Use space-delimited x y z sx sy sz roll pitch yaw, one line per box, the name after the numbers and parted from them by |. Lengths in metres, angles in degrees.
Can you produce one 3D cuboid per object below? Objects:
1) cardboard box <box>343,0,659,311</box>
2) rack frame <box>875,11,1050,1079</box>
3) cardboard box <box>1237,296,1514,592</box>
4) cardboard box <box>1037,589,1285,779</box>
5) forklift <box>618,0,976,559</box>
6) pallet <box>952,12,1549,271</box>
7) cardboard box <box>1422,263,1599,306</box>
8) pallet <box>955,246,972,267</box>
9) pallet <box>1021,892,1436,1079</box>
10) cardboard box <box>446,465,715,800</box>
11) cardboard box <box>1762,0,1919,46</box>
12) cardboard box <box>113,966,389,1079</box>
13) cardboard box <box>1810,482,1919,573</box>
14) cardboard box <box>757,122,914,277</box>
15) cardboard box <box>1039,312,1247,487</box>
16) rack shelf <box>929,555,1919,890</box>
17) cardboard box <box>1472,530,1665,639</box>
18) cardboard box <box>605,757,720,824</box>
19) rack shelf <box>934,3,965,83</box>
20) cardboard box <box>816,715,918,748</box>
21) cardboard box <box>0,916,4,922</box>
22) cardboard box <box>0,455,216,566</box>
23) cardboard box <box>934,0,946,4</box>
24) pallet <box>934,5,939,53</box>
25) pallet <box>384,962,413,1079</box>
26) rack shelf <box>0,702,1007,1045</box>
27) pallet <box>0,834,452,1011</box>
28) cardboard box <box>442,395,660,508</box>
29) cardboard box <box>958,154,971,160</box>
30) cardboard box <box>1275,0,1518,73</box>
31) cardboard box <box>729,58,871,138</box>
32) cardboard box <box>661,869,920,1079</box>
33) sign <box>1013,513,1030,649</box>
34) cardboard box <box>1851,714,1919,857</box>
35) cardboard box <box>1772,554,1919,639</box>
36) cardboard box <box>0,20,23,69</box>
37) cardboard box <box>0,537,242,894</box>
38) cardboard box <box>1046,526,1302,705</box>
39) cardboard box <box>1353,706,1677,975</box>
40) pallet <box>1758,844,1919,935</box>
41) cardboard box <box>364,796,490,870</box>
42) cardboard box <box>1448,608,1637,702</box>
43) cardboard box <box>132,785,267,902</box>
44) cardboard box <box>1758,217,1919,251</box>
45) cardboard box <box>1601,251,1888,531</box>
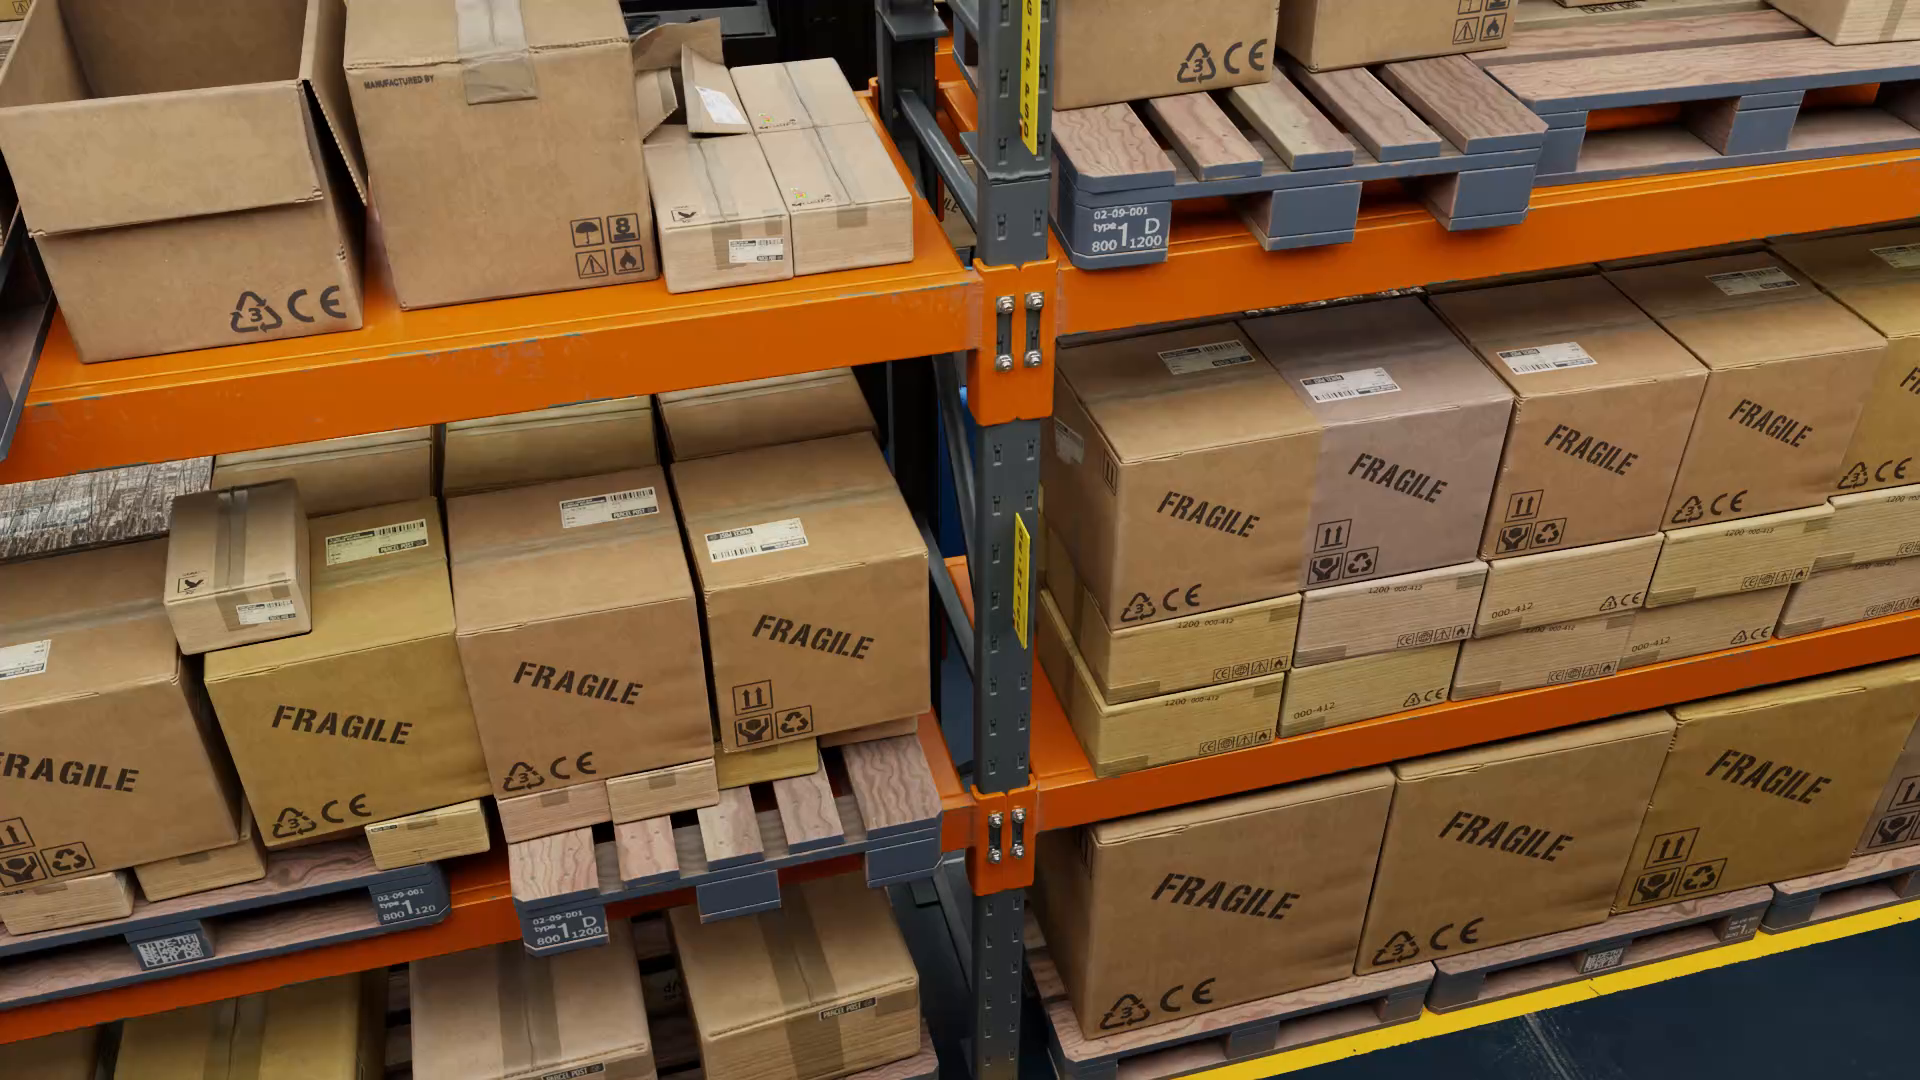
-0.931 -0.881 3.382 0.500 0.500 0.700 -9 38 -12 | cardboard box
-0.013 0.206 4.512 0.127 3.000 1.000 -9 38 -12 | rack frame
1.003 -0.250 4.203 0.500 0.500 0.500 -9 38 -12 | cardboard box
0.525 0.336 4.466 0.500 0.250 0.500 -10 39 -13 | cardboard box
-0.971 -1.065 6.229 3.031 2.935 1.130 -6 38 -8 | forklift
0.595 -1.044 3.832 1.003 0.211 1.213 -8 38 -10 | pallet
1.392 -0.627 4.696 0.500 0.500 0.500 -9 38 -12 | cardboard box
-0.646 -1.697 9.295 1.213 0.211 1.003 -9 38 -12 | pallet
0.768 1.233 5.465 1.213 0.211 1.003 -9 38 -12 | pallet
-0.876 0.205 3.841 0.500 0.500 0.500 -10 39 -13 | cardboard box
2.062 -1.306 3.866 0.250 0.166 0.380 -6 38 -8 | cardboard box
-2.005 1.405 4.762 0.625 0.372 0.950 -8 38 -10 | cardboard box
2.507 -0.185 4.735 0.500 0.250 0.500 -8 38 -11 | cardboard box
-0.262 -0.713 3.451 0.250 0.149 0.380 -9 38 -12 | cardboard box
0.418 -0.466 4.485 0.500 0.500 0.500 -10 39 -13 | cardboard box
1.918 0.175 5.145 4.000 0.370 1.077 -9 38 -12 | rack shelf
1.524 -0.021 4.521 0.500 0.250 0.500 -9 38 -12 | cardboard box
-0.740 0.480 4.015 0.250 0.149 0.380 -10 38 -12 | cardboard box
0.530 -2.713 8.919 4.000 0.370 1.077 -9 38 -12 | rack shelf
-0.268 0.329 4.212 0.250 0.149 0.380 -8 38 -10 | cardboard box
-2.263 0.692 3.738 0.250 0.149 0.380 -9 38 -12 | cardboard box
-2.005 0.066 4.022 0.500 0.500 0.500 -11 39 -14 | cardboard box
-0.137 -2.830 8.342 0.250 0.149 0.380 -8 38 -10 | cardboard box
-0.741 -2.781 8.574 1.003 0.211 1.213 -9 38 -12 | pallet
-1.943 1.628 4.949 1.213 0.211 1.003 -9 38 -12 | pallet
-1.944 0.809 4.316 4.000 0.370 1.077 -9 38 -12 | rack shelf
-1.914 0.620 4.129 1.213 0.211 1.003 -9 38 -12 | pallet
-1.009 -0.096 4.235 0.500 0.500 0.500 -7 38 -10 | cardboard box
-0.183 -2.201 8.753 0.500 0.250 0.500 -10 38 -12 | cardboard box
0.893 -1.460 3.793 0.500 0.500 0.700 -11 39 -14 | cardboard box
-0.362 -0.935 3.742 0.250 0.149 0.380 -9 38 -12 | cardboard box
-0.561 1.167 5.073 0.625 0.372 0.950 -12 39 -15 | cardboard box
0.137 0.094 3.770 0.005 0.325 0.100 -9 38 -12 | sign
3.271 0.395 5.668 0.875 0.875 0.875 -8 38 -11 | cardboard box
2.497 0.000 4.905 0.500 0.250 0.500 -10 39 -13 | cardboard box
-4.198 -2.093 7.436 0.500 0.500 0.500 -9 38 -12 | cardboard box
-1.890 0.371 3.623 0.500 0.500 0.500 -11 39 -14 | cardboard box
0.540 0.132 4.321 0.500 0.250 0.500 -10 38 -12 | cardboard box
1.538 0.684 5.291 0.875 0.875 0.875 -9 38 -11 | cardboard box
3.123 0.846 5.970 1.213 0.211 1.003 -9 38 -12 | pallet
-1.247 0.567 3.901 0.250 0.149 0.380 -9 38 -11 | cardboard box
1.524 0.164 4.690 0.500 0.250 0.500 -8 38 -10 | cardboard box
-1.743 0.621 3.831 0.250 0.149 0.380 -10 39 -13 | cardboard box
2.380 -0.789 4.907 0.500 0.500 0.500 -10 39 -13 | cardboard box
1.995 -0.401 4.400 0.500 0.500 0.500 -9 38 -11 | cardboard box
